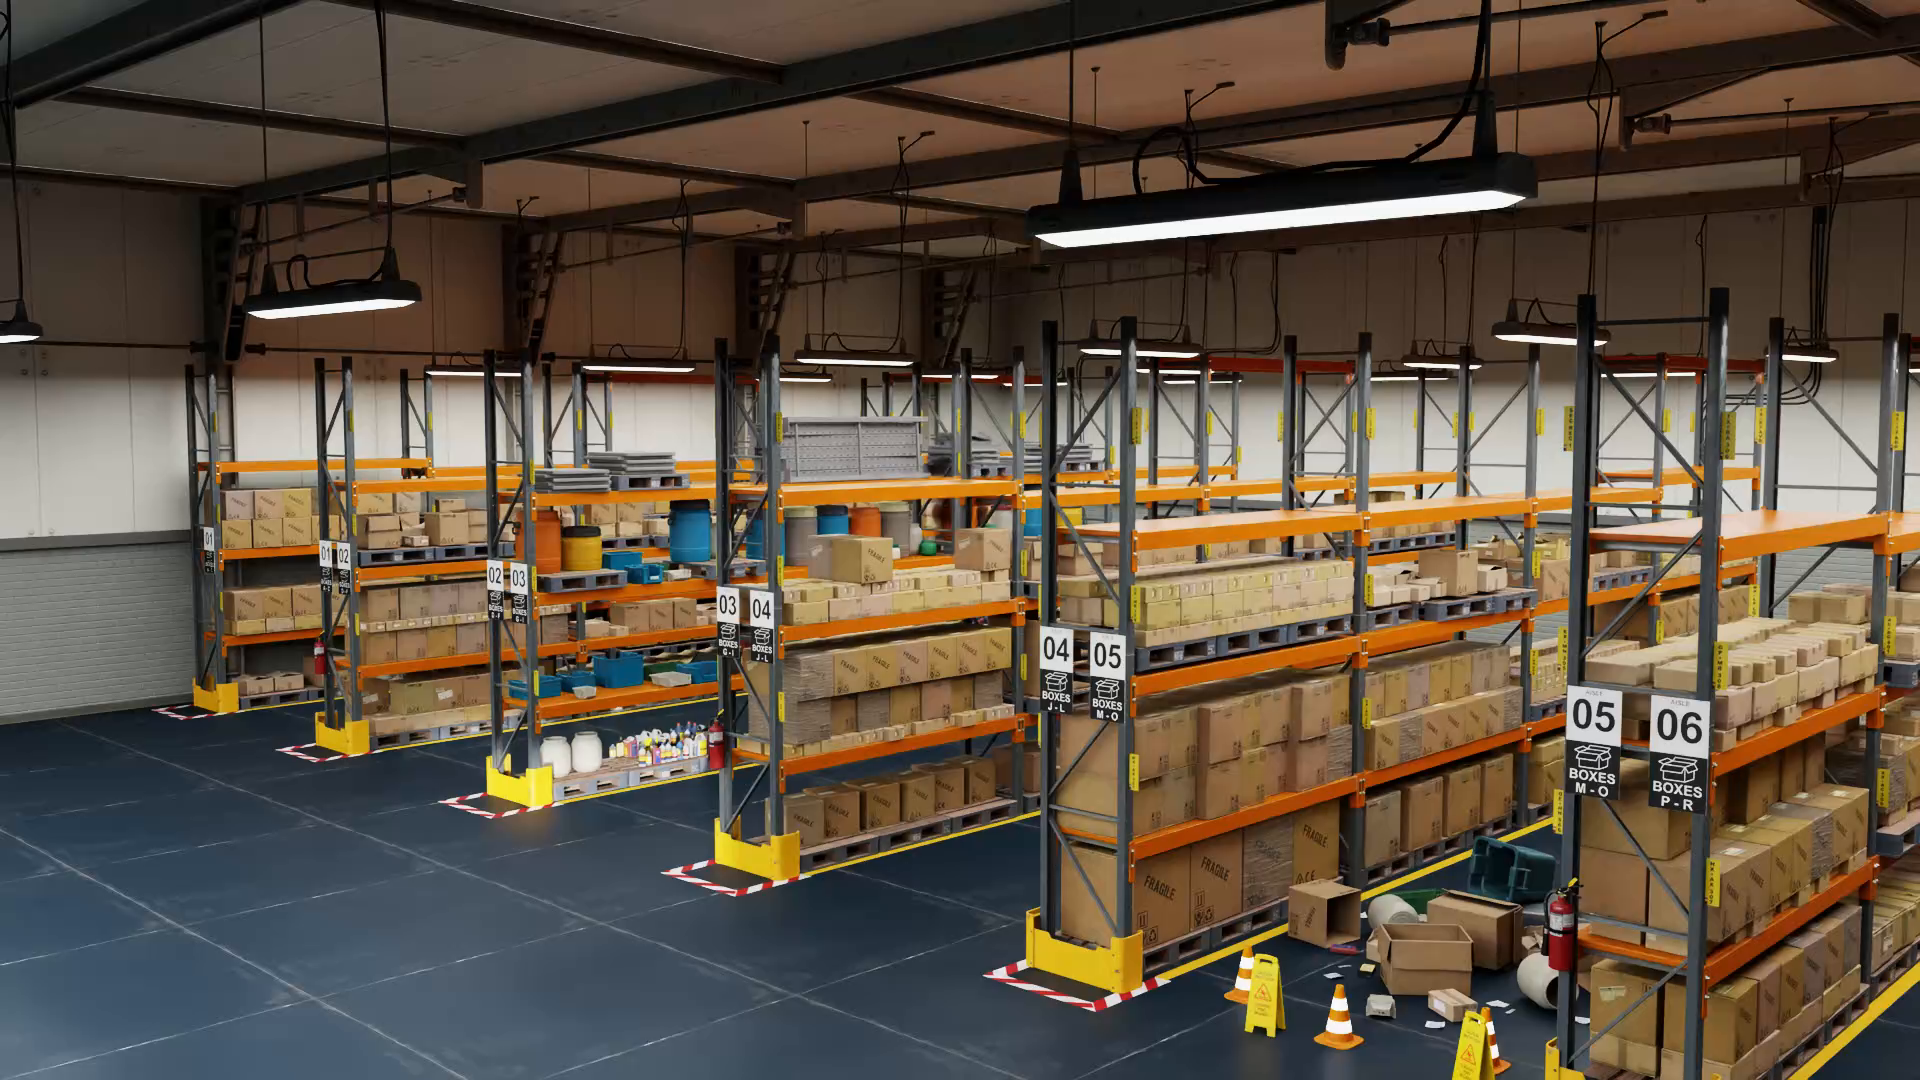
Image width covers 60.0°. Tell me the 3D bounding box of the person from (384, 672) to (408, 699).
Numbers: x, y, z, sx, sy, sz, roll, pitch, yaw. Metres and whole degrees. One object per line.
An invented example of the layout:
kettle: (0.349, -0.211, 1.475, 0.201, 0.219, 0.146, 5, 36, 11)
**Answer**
person: (-9.615, 2.170, 28.403, 0.620, 1.697, 0.535, -4, 6, -39)
